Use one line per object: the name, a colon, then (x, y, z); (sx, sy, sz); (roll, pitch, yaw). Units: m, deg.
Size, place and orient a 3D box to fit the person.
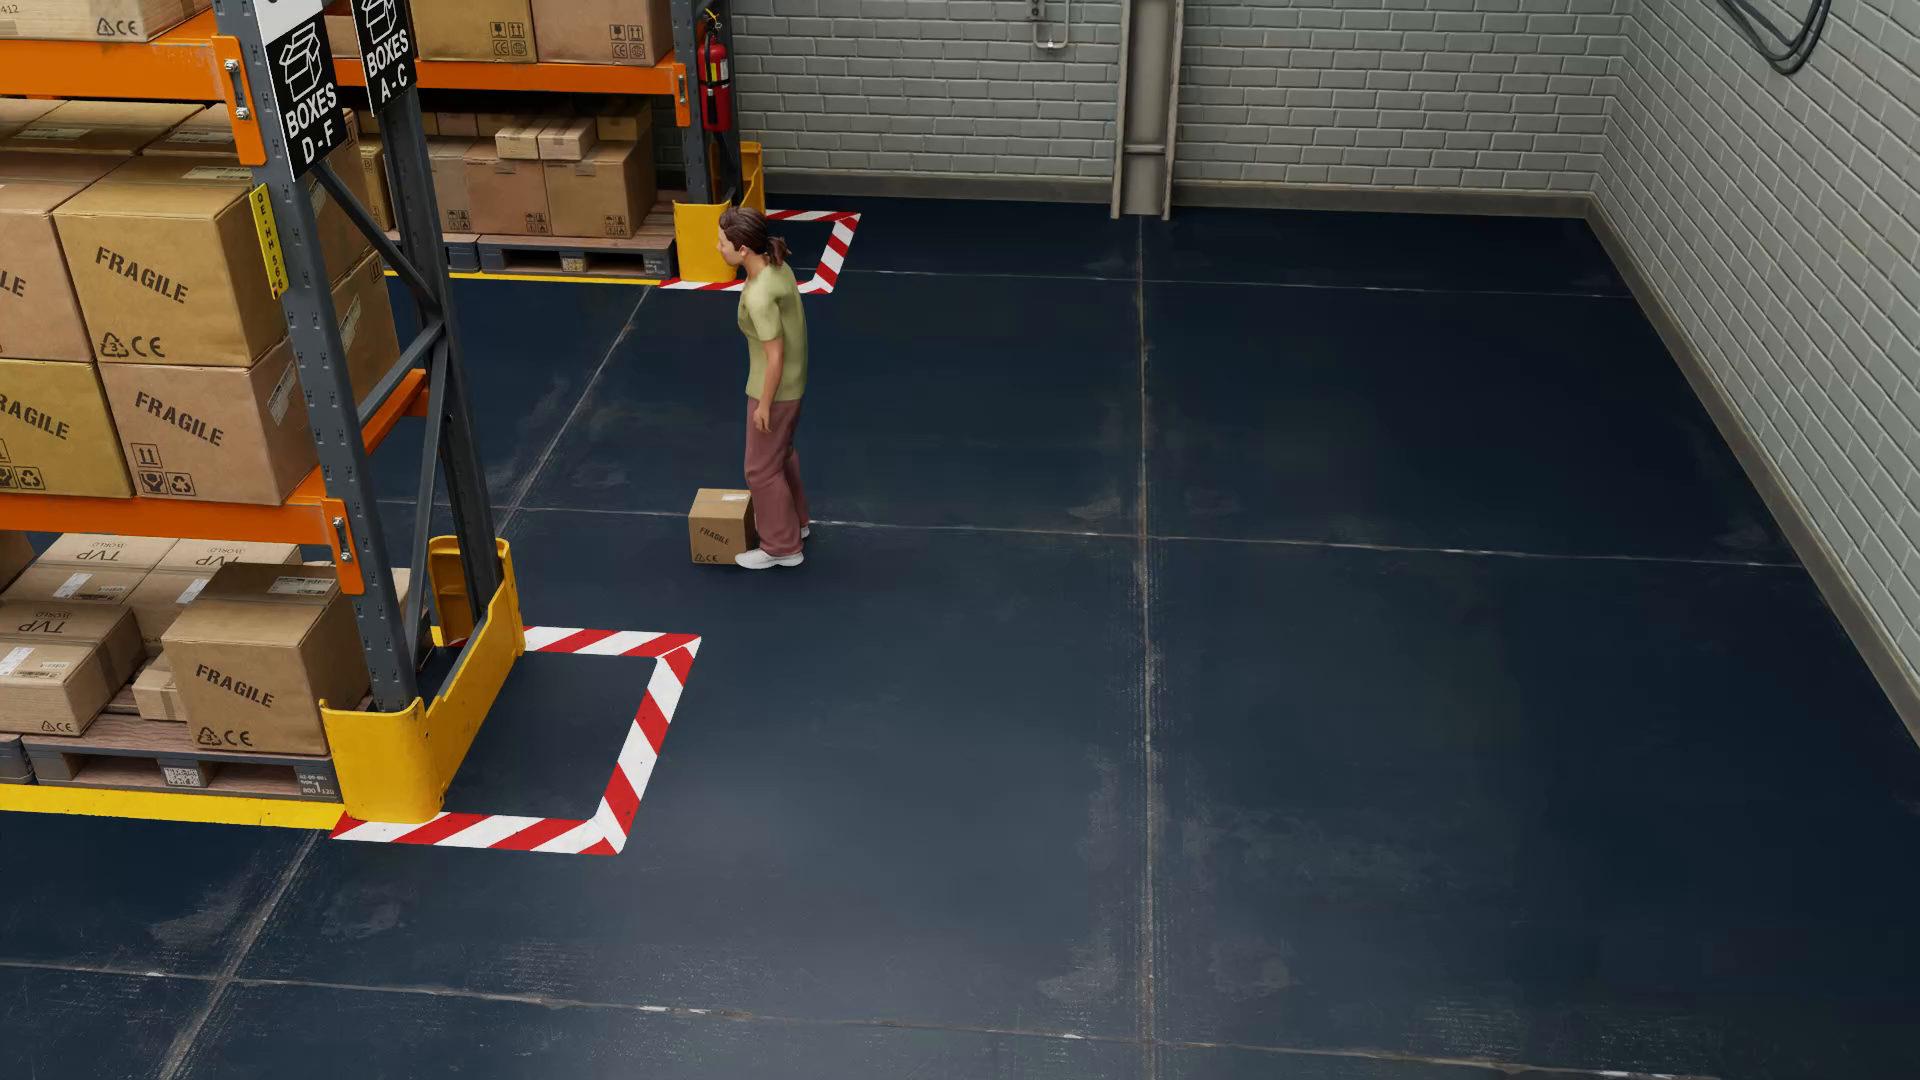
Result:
person: (-0.833, -0.655, 7.184); (0.365, 1.671, 0.515); (1, 32, 1)
